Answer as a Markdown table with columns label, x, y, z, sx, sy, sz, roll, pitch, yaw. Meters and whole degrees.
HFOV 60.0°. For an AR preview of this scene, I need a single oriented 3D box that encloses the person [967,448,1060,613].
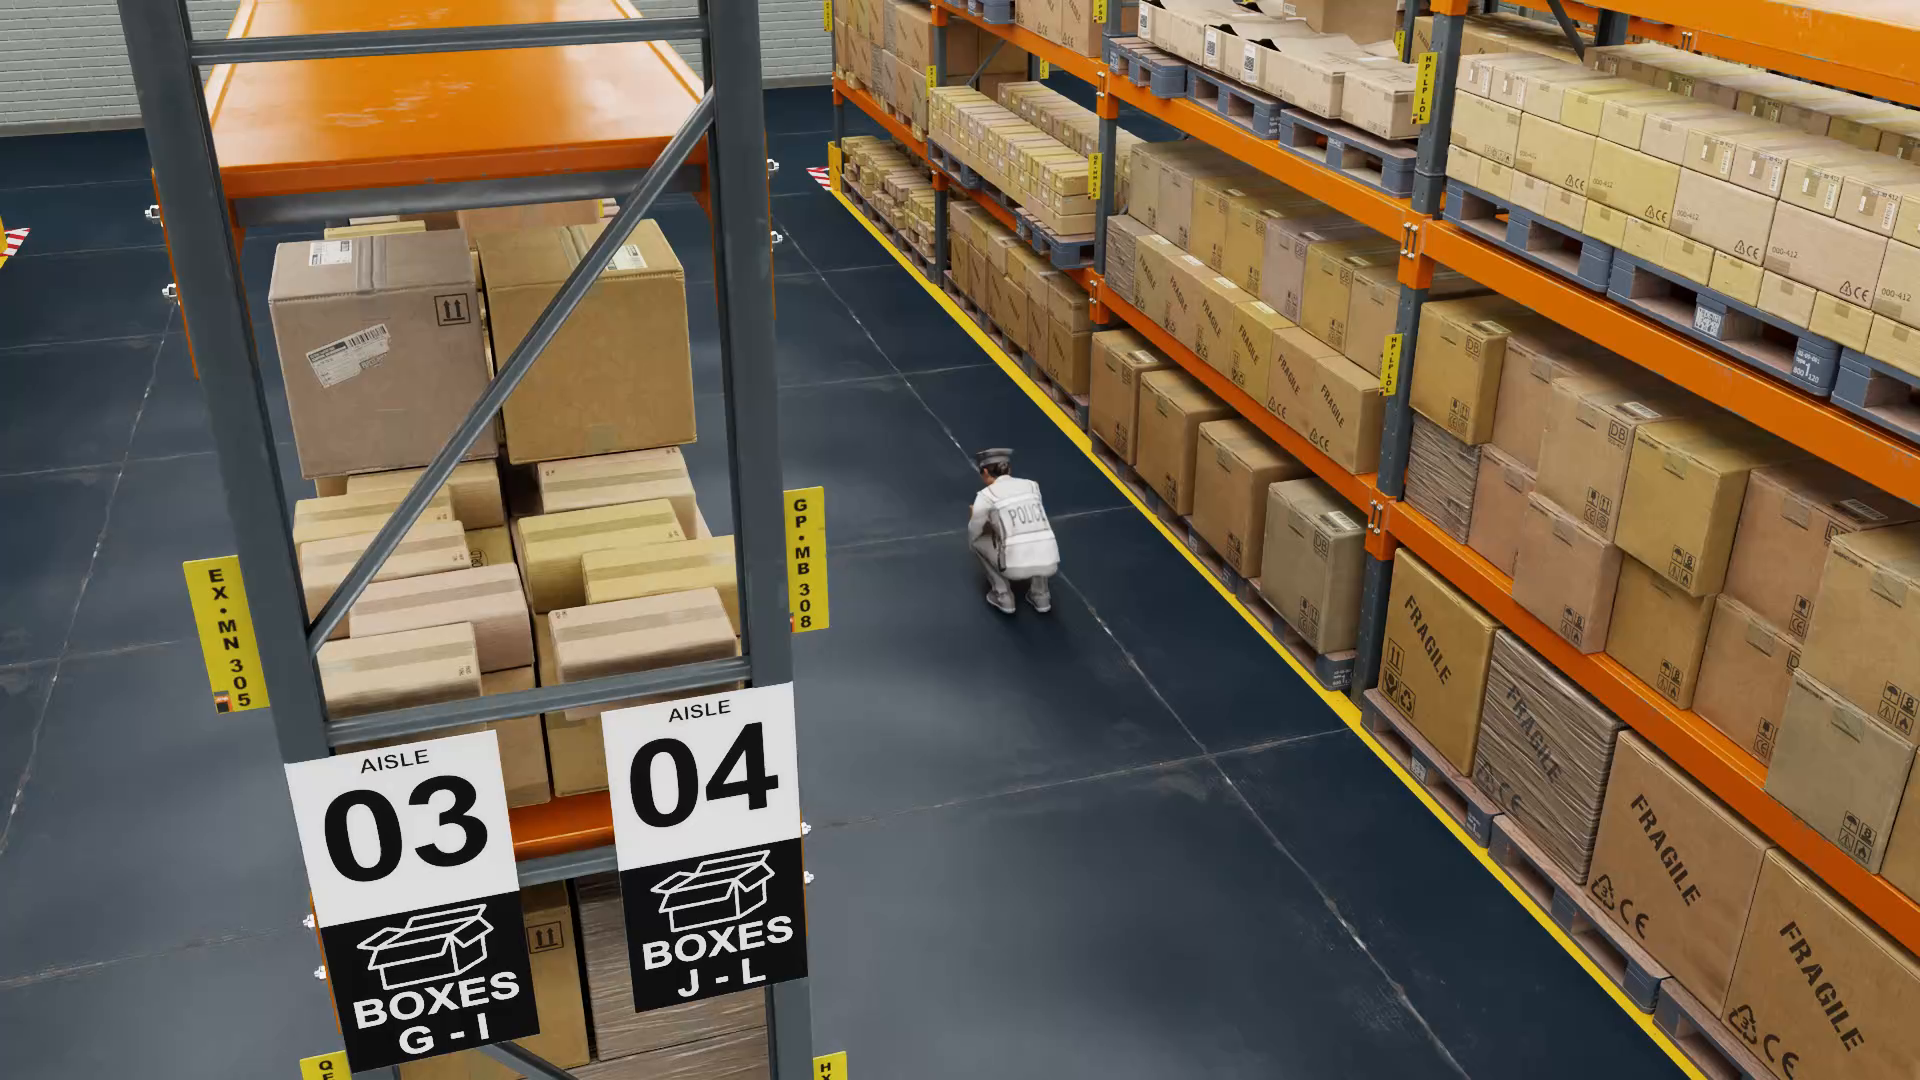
| label | x | y | z | sx | sy | sz | roll | pitch | yaw |
| --- | --- | --- | --- | --- | --- | --- | --- | --- | --- |
| person | 0.331 | -0.067 | 10.284 | 0.493 | 0.967 | 0.817 | -8 | 28 | -16 |
